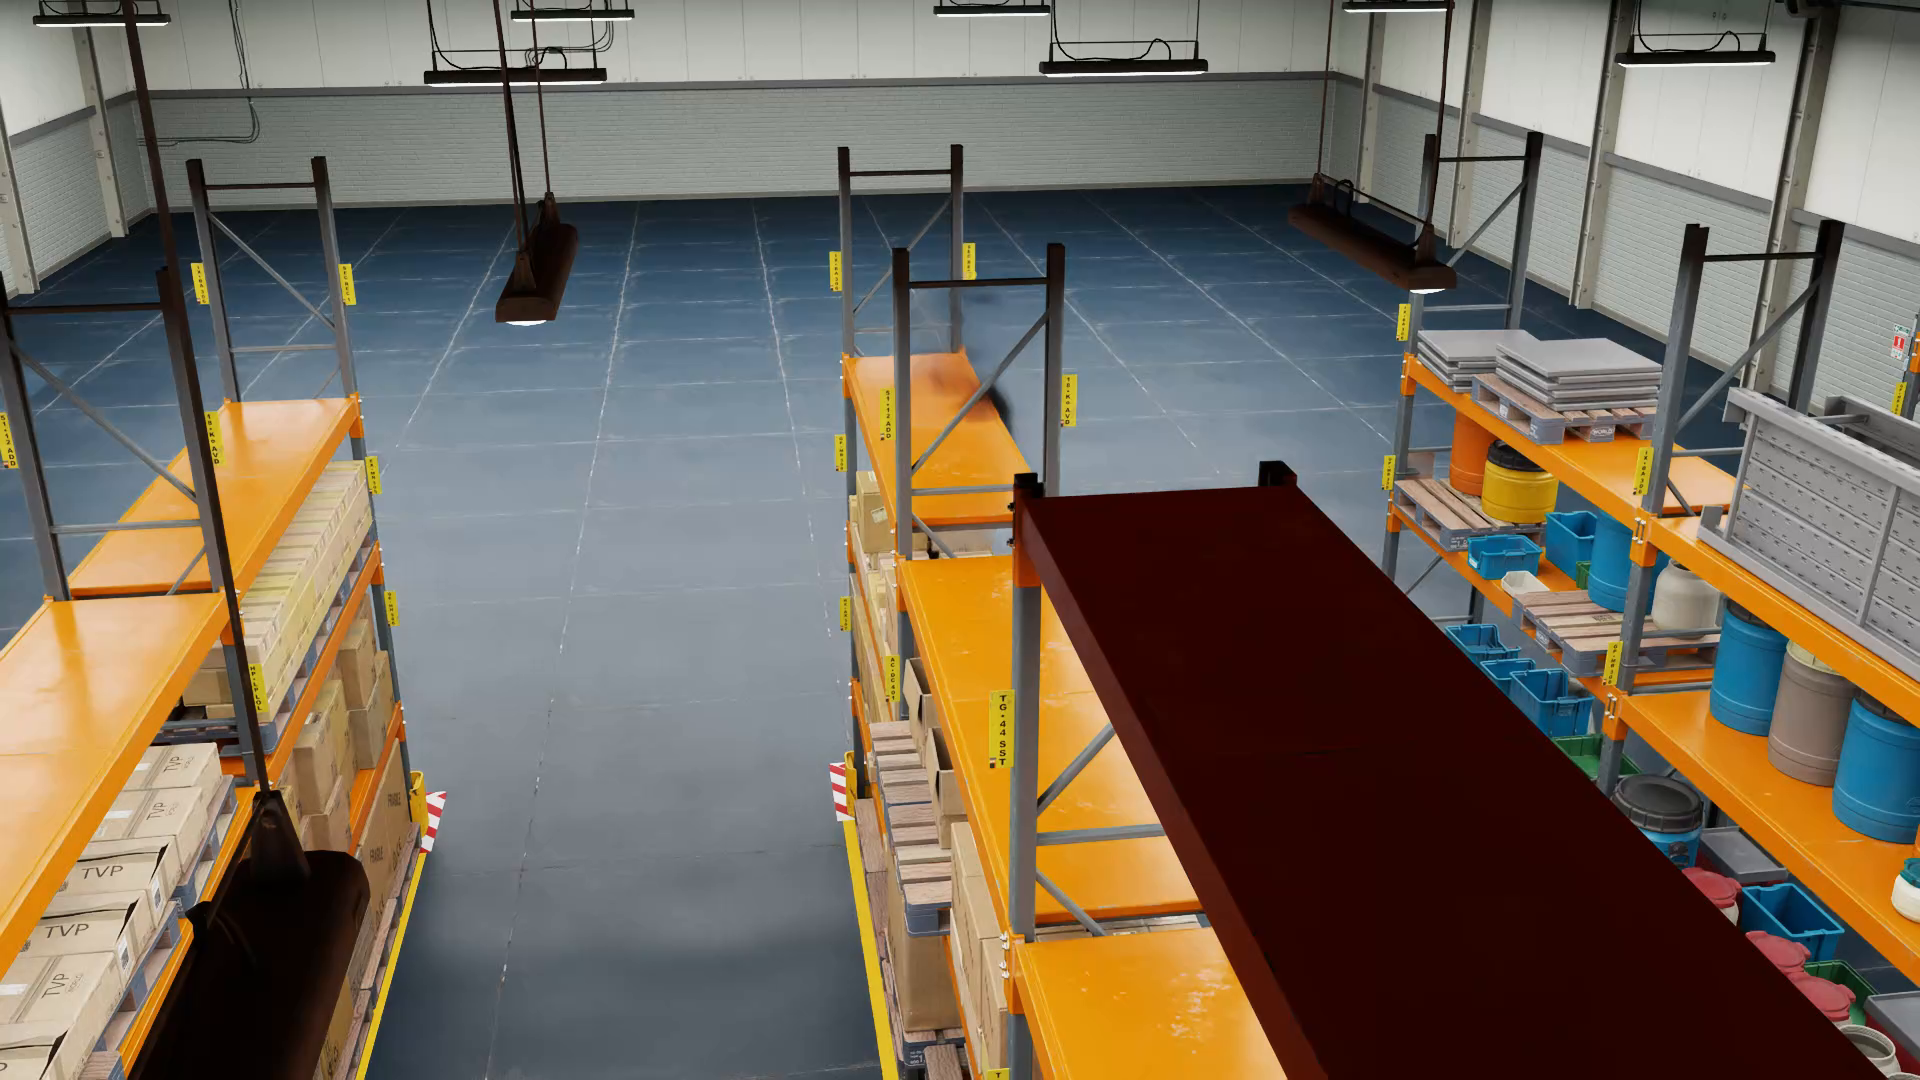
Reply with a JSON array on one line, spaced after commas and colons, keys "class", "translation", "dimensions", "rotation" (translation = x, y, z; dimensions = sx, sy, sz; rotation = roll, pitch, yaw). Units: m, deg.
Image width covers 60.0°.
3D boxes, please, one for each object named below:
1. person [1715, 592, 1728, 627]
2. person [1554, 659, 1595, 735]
[{"class": "person", "translation": [8.610, 0.481, 18.147], "dimensions": [0.742, 1.694, 0.552], "rotation": [8, 23, 20]}, {"class": "person", "translation": [5.952, 1.293, 16.174], "dimensions": [0.675, 1.640, 0.490], "rotation": [-9, 23, -22]}]
